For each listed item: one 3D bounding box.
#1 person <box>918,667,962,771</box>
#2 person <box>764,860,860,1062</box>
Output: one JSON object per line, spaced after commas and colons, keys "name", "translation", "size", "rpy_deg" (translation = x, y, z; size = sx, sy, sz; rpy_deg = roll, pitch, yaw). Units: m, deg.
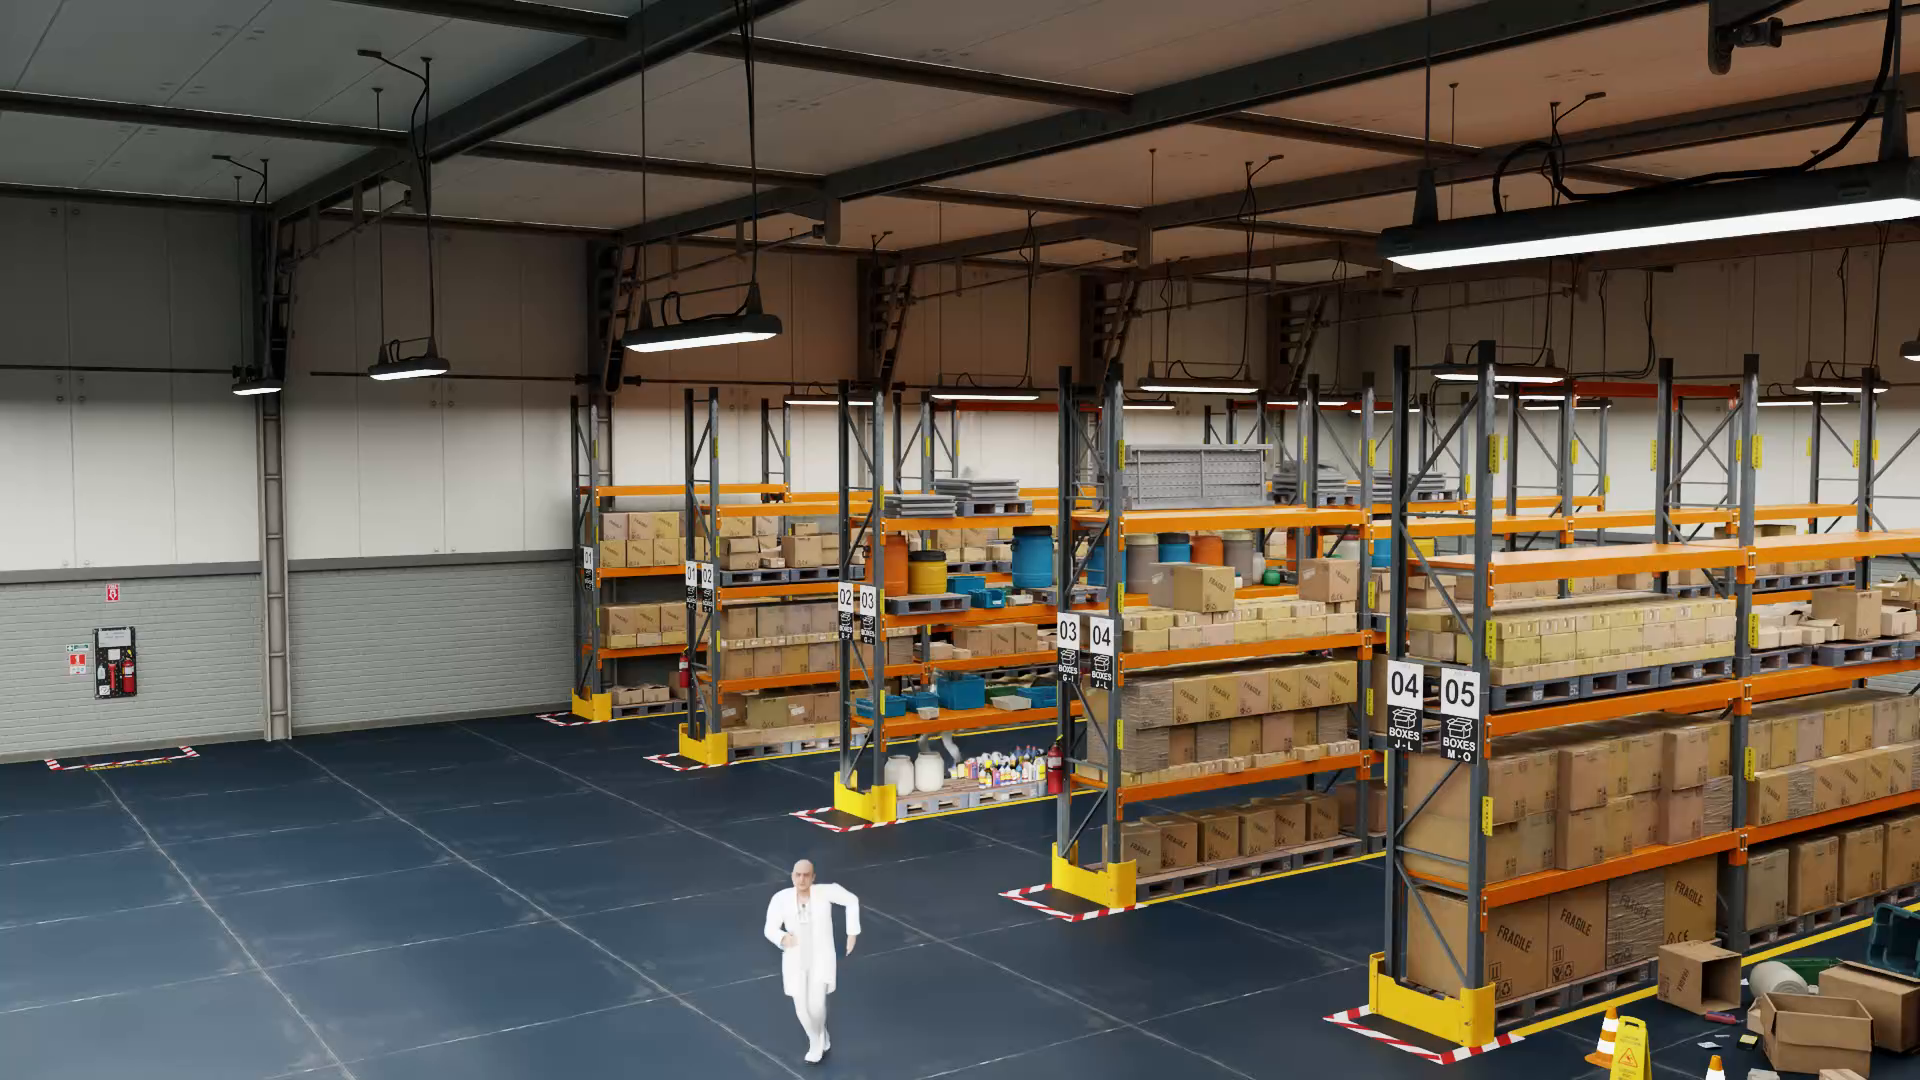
{"name": "person", "translation": [-0.252, 2.808, 25.491], "size": [0.794, 1.729, 0.589], "rpy_deg": [-3, 4, -39]}
{"name": "person", "translation": [-1.216, 3.562, 13.616], "size": [0.759, 1.533, 0.794], "rpy_deg": [0, 3, 3]}
